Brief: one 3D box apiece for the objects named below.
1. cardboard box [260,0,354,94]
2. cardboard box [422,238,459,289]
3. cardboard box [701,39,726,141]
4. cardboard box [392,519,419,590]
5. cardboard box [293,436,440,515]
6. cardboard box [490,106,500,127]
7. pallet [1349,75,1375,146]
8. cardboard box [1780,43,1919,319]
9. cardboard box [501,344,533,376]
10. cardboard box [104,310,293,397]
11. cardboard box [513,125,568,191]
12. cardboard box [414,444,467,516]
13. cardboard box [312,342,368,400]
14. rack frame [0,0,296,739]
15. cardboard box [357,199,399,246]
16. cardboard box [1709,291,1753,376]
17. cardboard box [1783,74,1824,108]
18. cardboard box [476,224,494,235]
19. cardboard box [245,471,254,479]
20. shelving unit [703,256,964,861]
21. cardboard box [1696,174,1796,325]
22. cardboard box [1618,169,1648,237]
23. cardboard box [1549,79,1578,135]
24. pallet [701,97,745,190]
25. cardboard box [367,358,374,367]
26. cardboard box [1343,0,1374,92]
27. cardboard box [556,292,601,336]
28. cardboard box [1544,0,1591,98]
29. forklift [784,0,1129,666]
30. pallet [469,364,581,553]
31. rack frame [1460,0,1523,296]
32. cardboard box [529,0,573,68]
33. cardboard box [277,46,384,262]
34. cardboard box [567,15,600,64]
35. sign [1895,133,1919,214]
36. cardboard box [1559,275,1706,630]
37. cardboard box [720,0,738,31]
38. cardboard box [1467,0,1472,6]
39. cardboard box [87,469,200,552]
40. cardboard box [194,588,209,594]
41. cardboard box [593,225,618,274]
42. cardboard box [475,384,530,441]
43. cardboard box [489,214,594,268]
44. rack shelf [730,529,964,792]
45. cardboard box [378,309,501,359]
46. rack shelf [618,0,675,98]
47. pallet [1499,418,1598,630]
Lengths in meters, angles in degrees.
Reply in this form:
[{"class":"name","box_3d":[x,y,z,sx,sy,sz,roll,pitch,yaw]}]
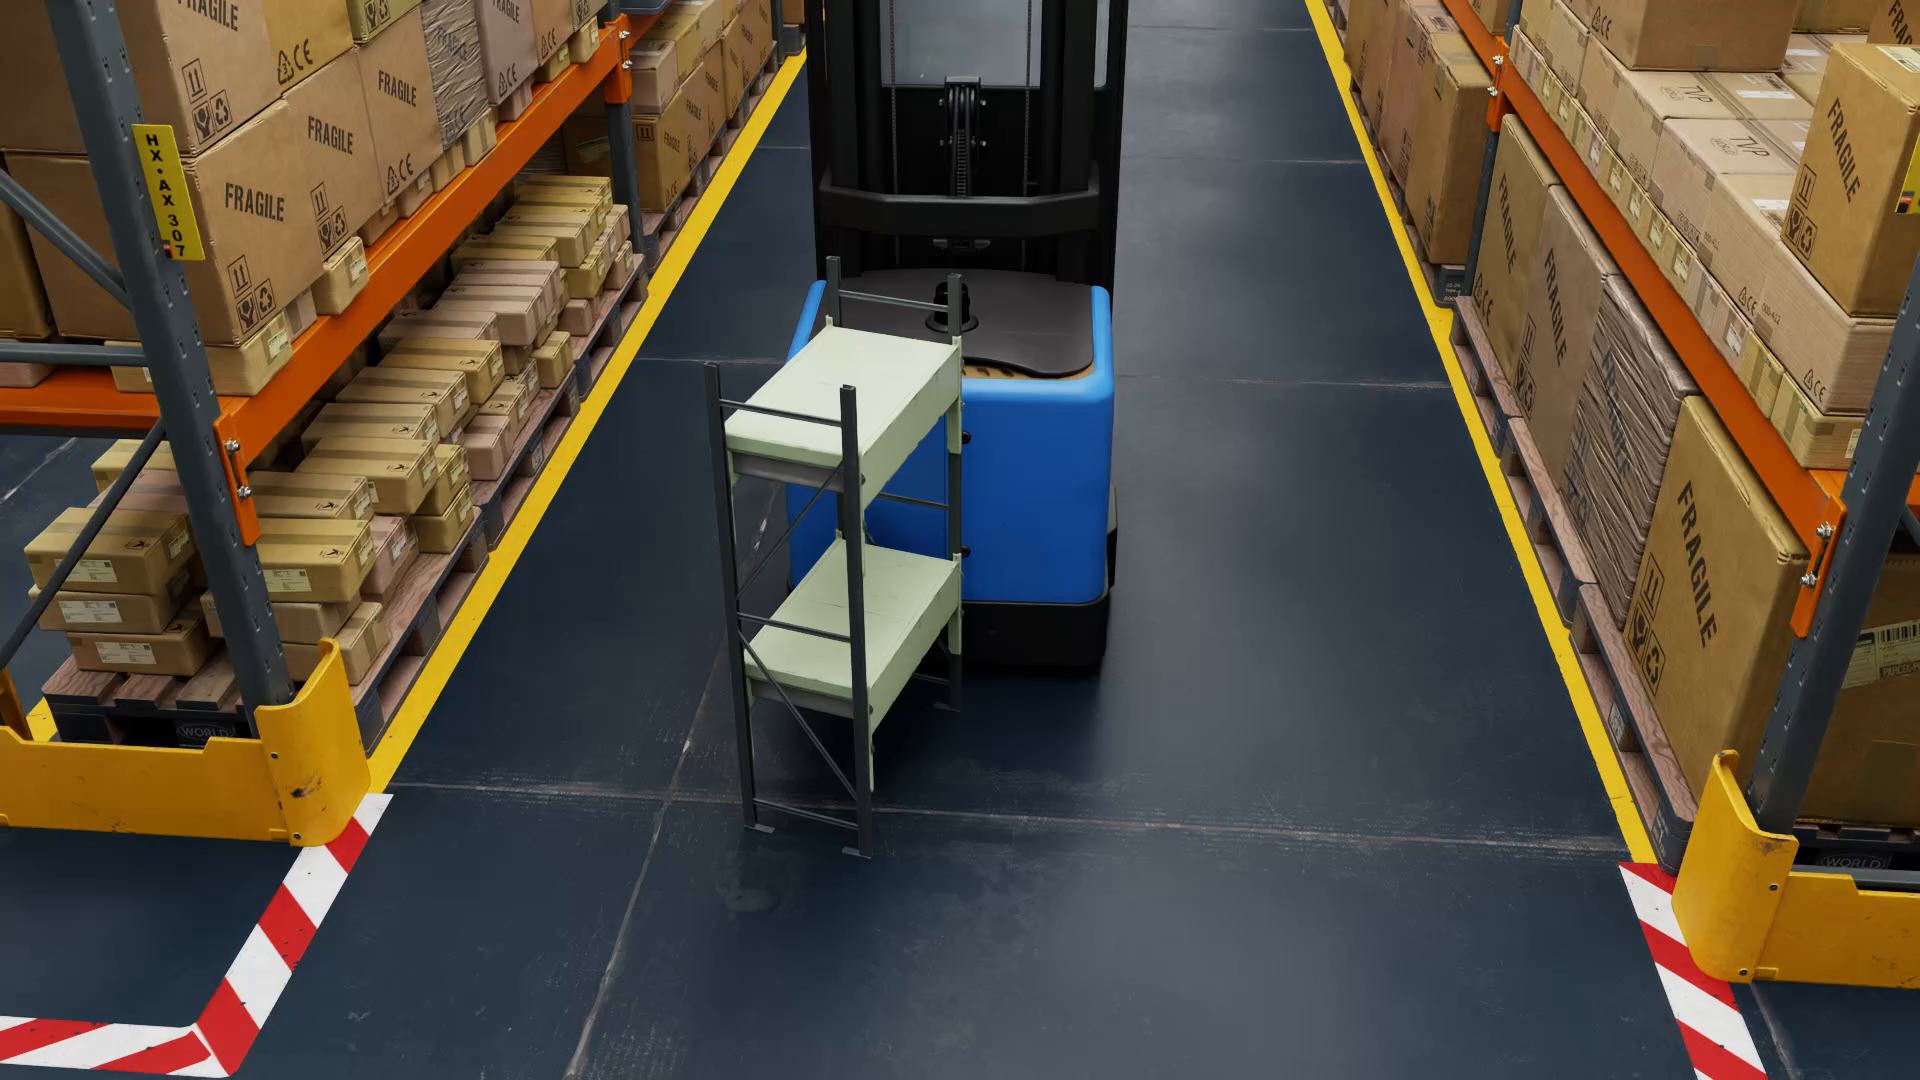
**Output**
[{"class":"cardboard box","box_3d":[-2.051,-1.544,4.564,0.500,0.500,0.500,3,32,5]},{"class":"cardboard box","box_3d":[-2.348,-1.187,7.067,0.380,0.149,0.250,2,32,3]},{"class":"cardboard box","box_3d":[-1.666,-2.594,9.582,0.500,0.500,0.500,3,32,5]},{"class":"cardboard box","box_3d":[-2.072,0.043,5.638,0.380,0.149,0.250,3,32,5]},{"class":"cardboard box","box_3d":[-1.955,-0.215,5.489,0.380,0.149,0.250,2,32,4]},{"class":"cardboard box","box_3d":[-1.957,-1.602,6.230,0.380,0.149,0.250,2,32,3]},{"class":"pallet","box_3d":[3.060,-2.784,10.566,1.003,0.211,1.213,2,32,4]},{"class":"cardboard box","box_3d":[2.326,-0.845,3.906,0.500,0.500,0.500,3,32,5]},{"class":"cardboard box","box_3d":[-1.946,-0.783,6.695,0.380,0.149,0.250,1,32,2]},{"class":"cardboard box","box_3d":[-2.034,-0.510,4.457,0.380,0.149,0.250,2,32,4]},{"class":"cardboard box","box_3d":[-2.252,-2.065,8.724,0.500,0.500,0.500,2,32,3]},{"class":"cardboard box","box_3d":[-1.949,-0.218,5.778,0.380,0.149,0.250,3,32,6]},{"class":"cardboard box","box_3d":[-2.442,-0.646,6.189,0.380,0.149,0.250,1,32,2]},{"class":"rack frame","box_3d":[-2.387,-0.461,4.139,1.000,3.000,0.127,2,32,4]},{"class":"cardboard box","box_3d":[-2.048,-1.065,5.359,0.380,0.149,0.250,2,32,3]},{"class":"cardboard box","box_3d":[2.290,-0.558,4.535,0.380,0.149,0.250,3,32,4]},{"class":"cardboard box","box_3d":[2.974,-1.307,5.370,0.500,0.250,0.500,2,32,3]},{"class":"cardboard box","box_3d":[-2.341,-1.333,7.587,0.380,0.149,0.250,3,32,4]},{"class":"cardboard box","box_3d":[-2.588,-0.113,5.608,0.380,0.149,0.250,1,32,2]},{"class":"shelving unit","box_3d":[-0.313,0.058,4.727,0.431,1.500,0.755,11,33,17]},{"class":"cardboard box","box_3d":[2.365,-0.789,4.531,0.500,0.250,0.500,2,32,3]},{"class":"cardboard box","box_3d":[2.374,-1.089,5.398,0.380,0.149,0.250,3,32,5]},{"class":"cardboard box","box_3d":[2.456,-1.628,6.272,0.380,0.149,0.250,2,32,3]},{"class":"pallet","box_3d":[-1.903,-2.413,9.964,1.003,0.211,1.213,2,32,4]},{"class":"cardboard box","box_3d":[-2.525,-0.663,6.500,0.380,0.149,0.250,3,32,4]},{"class":"cardboard box","box_3d":[3.122,-3.294,10.361,1.225,0.875,0.875,1,32,2]},{"class":"cardboard box","box_3d":[-1.816,-1.025,7.371,0.380,0.149,0.250,1,32,2]},{"class":"cardboard box","box_3d":[2.529,-1.857,6.263,0.500,0.250,0.500,2,32,4]},{"class":"forklift","box_3d":[0.034,-1.578,6.017,1.130,2.935,3.031,2,32,3]},{"class":"pallet","box_3d":[-2.178,-0.373,6.655,1.003,0.211,1.213,2,32,4]},{"class":"rack frame","box_3d":[2.874,-2.288,7.104,1.000,3.000,0.127,2,32,4]},{"class":"cardboard box","box_3d":[-1.863,-2.186,6.559,0.500,0.500,0.500,2,32,3]},{"class":"cardboard box","box_3d":[-2.057,-1.134,4.853,0.500,0.500,0.500,3,32,4]},{"class":"cardboard box","box_3d":[-1.764,-2.147,7.115,0.380,0.149,0.250,2,32,3]},{"class":"sign","box_3d":[2.008,-0.821,3.393,0.100,0.325,0.005,2,32,4]},{"class":"cardboard box","box_3d":[2.594,-0.285,5.478,0.875,0.875,0.875,2,32,4]},{"class":"cardboard box","box_3d":[-1.618,-3.180,9.818,0.500,0.250,0.500,3,32,5]},{"class":"cardboard box","box_3d":[2.687,-2.845,7.913,0.500,0.500,0.500,3,32,6]},{"class":"cardboard box","box_3d":[-2.519,-0.096,5.297,0.380,0.149,0.250,3,32,5]},{"class":"cardboard box","box_3d":[-2.632,0.151,5.463,0.380,0.149,0.250,3,32,5]},{"class":"cardboard box","box_3d":[-1.780,-1.324,7.573,0.380,0.149,0.250,1,32,2]},{"class":"cardboard box","box_3d":[-1.913,-0.496,6.513,0.380,0.149,0.250,2,32,4]},{"class":"cardboard box","box_3d":[-1.826,-1.308,7.264,0.380,0.149,0.250,2,32,4]},{"class":"rack shelf","box_3d":[-0.313,0.335,4.898,0.431,0.370,0.720,11,33,17]},{"class":"cardboard box","box_3d":[-1.993,-0.764,6.380,0.380,0.149,0.250,3,32,4]},{"class":"rack shelf","box_3d":[-1.899,-3.292,9.419,1.077,0.370,4.000,2,32,4]},{"class":"pallet","box_3d":[2.637,-0.067,6.158,1.003,0.211,1.213,2,32,4]}]
